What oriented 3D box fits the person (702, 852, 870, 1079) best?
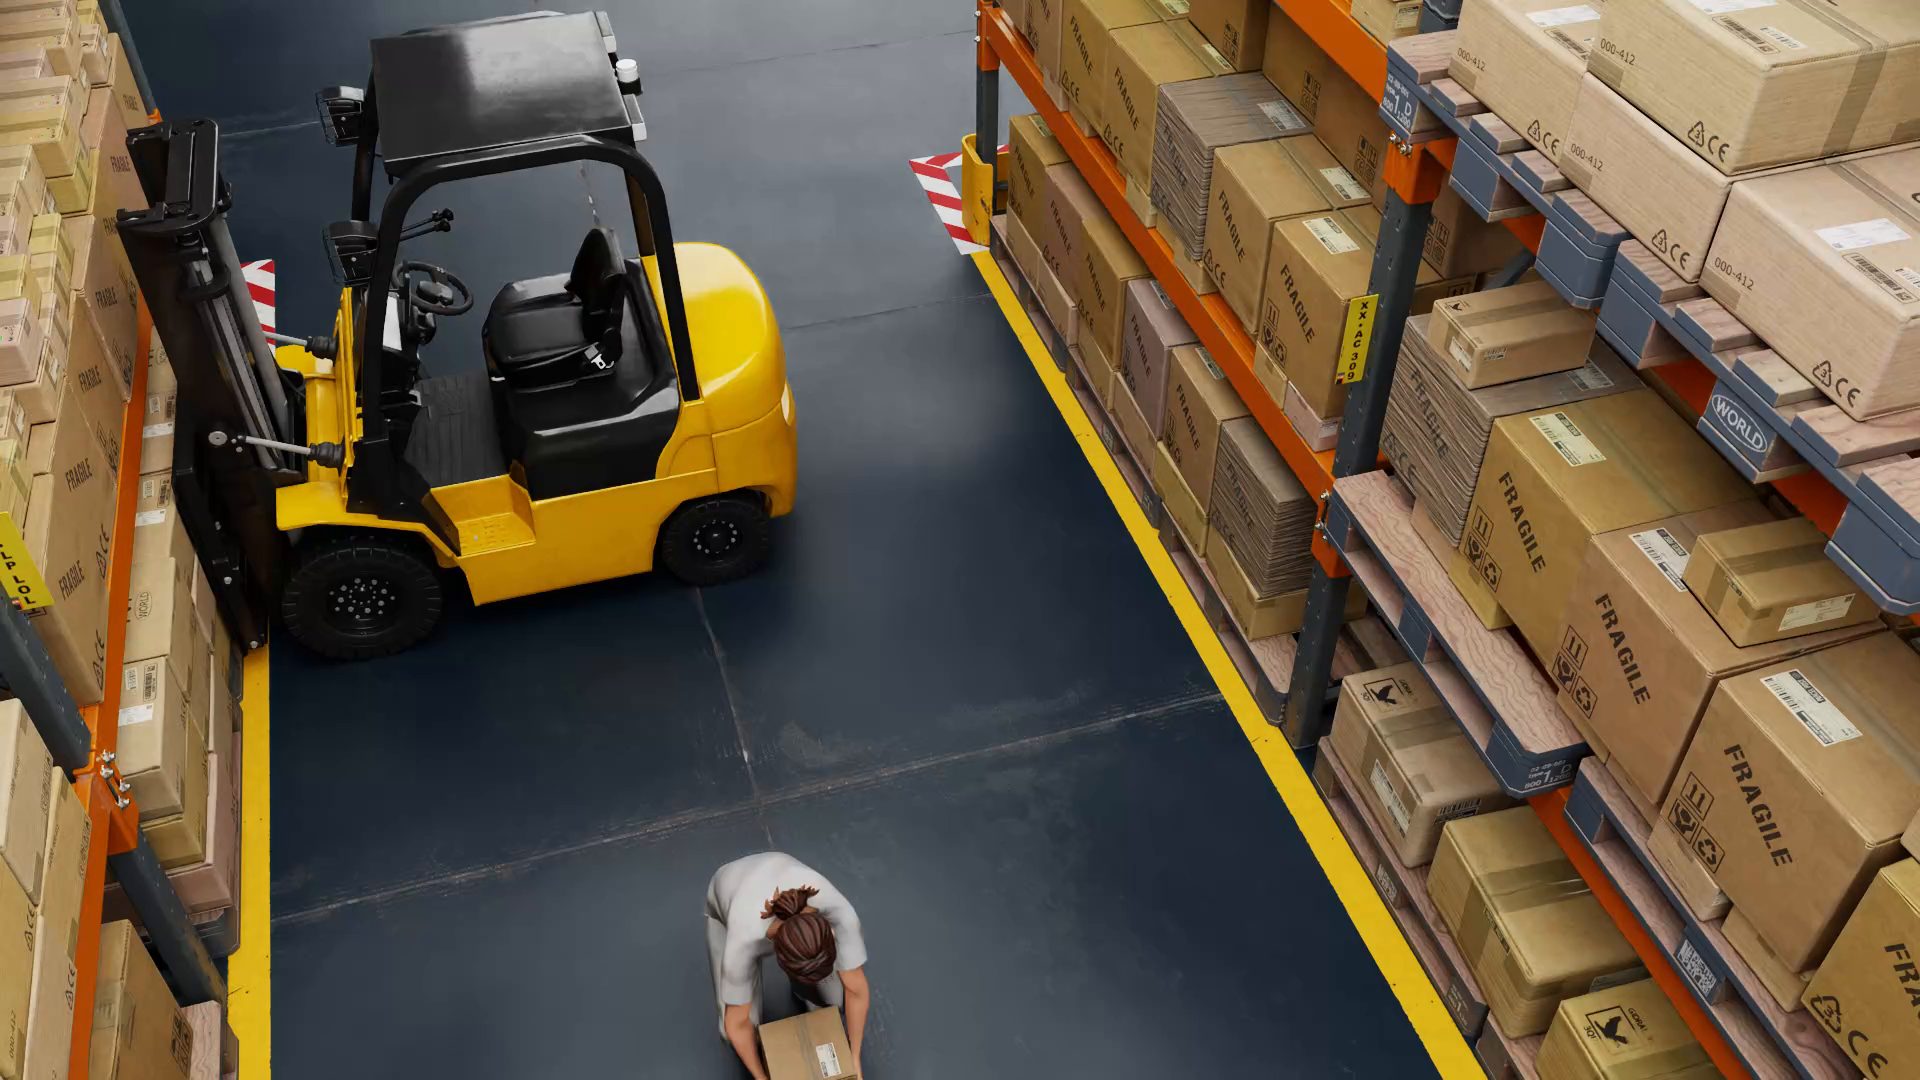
[{"bbox_3d":[-0.560,1.321,5.270,0.490,0.932,0.805,-12,44,-13],"label":"person"}]
